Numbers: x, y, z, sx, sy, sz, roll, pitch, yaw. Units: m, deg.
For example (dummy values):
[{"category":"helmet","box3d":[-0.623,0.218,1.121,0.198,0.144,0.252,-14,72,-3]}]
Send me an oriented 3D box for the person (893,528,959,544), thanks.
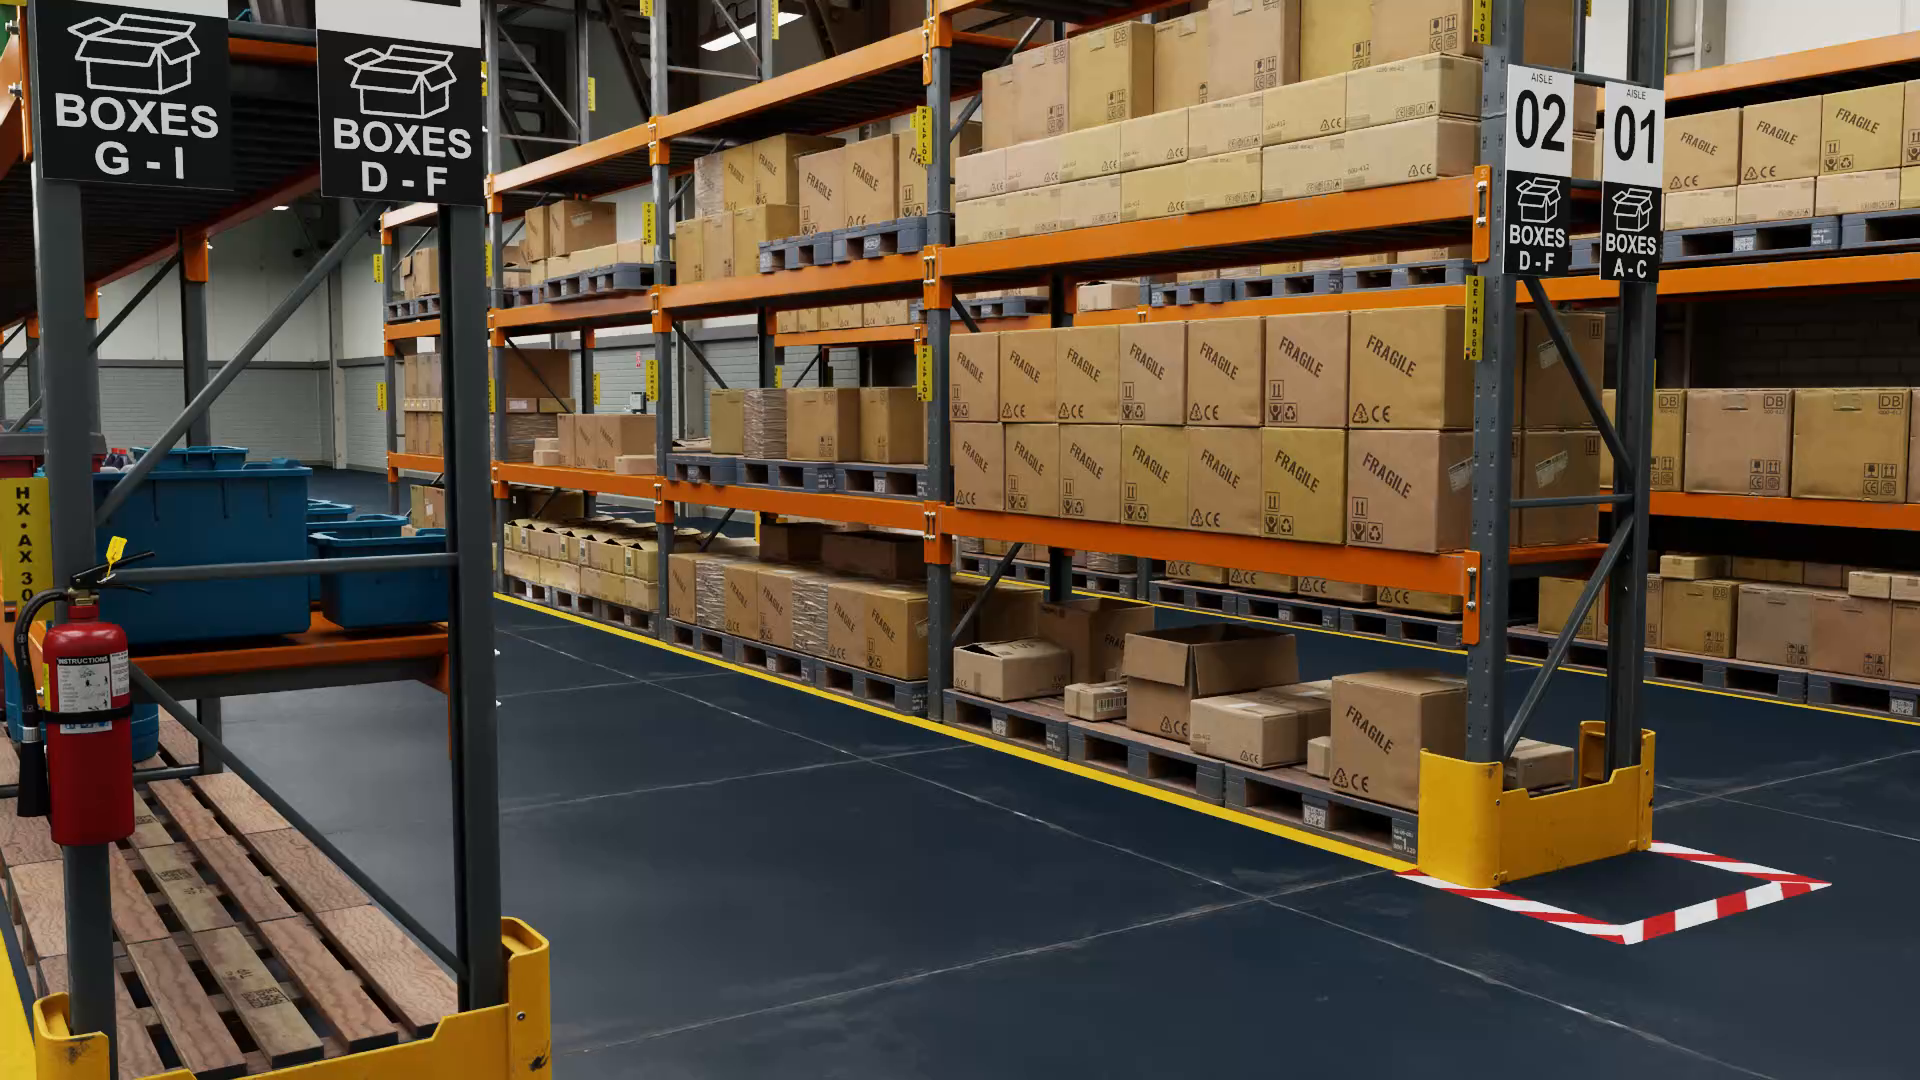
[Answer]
[{"category":"person","box3d":[-0.408,0.201,15.351,0.520,0.886,0.936,-4,6,-36]}]
